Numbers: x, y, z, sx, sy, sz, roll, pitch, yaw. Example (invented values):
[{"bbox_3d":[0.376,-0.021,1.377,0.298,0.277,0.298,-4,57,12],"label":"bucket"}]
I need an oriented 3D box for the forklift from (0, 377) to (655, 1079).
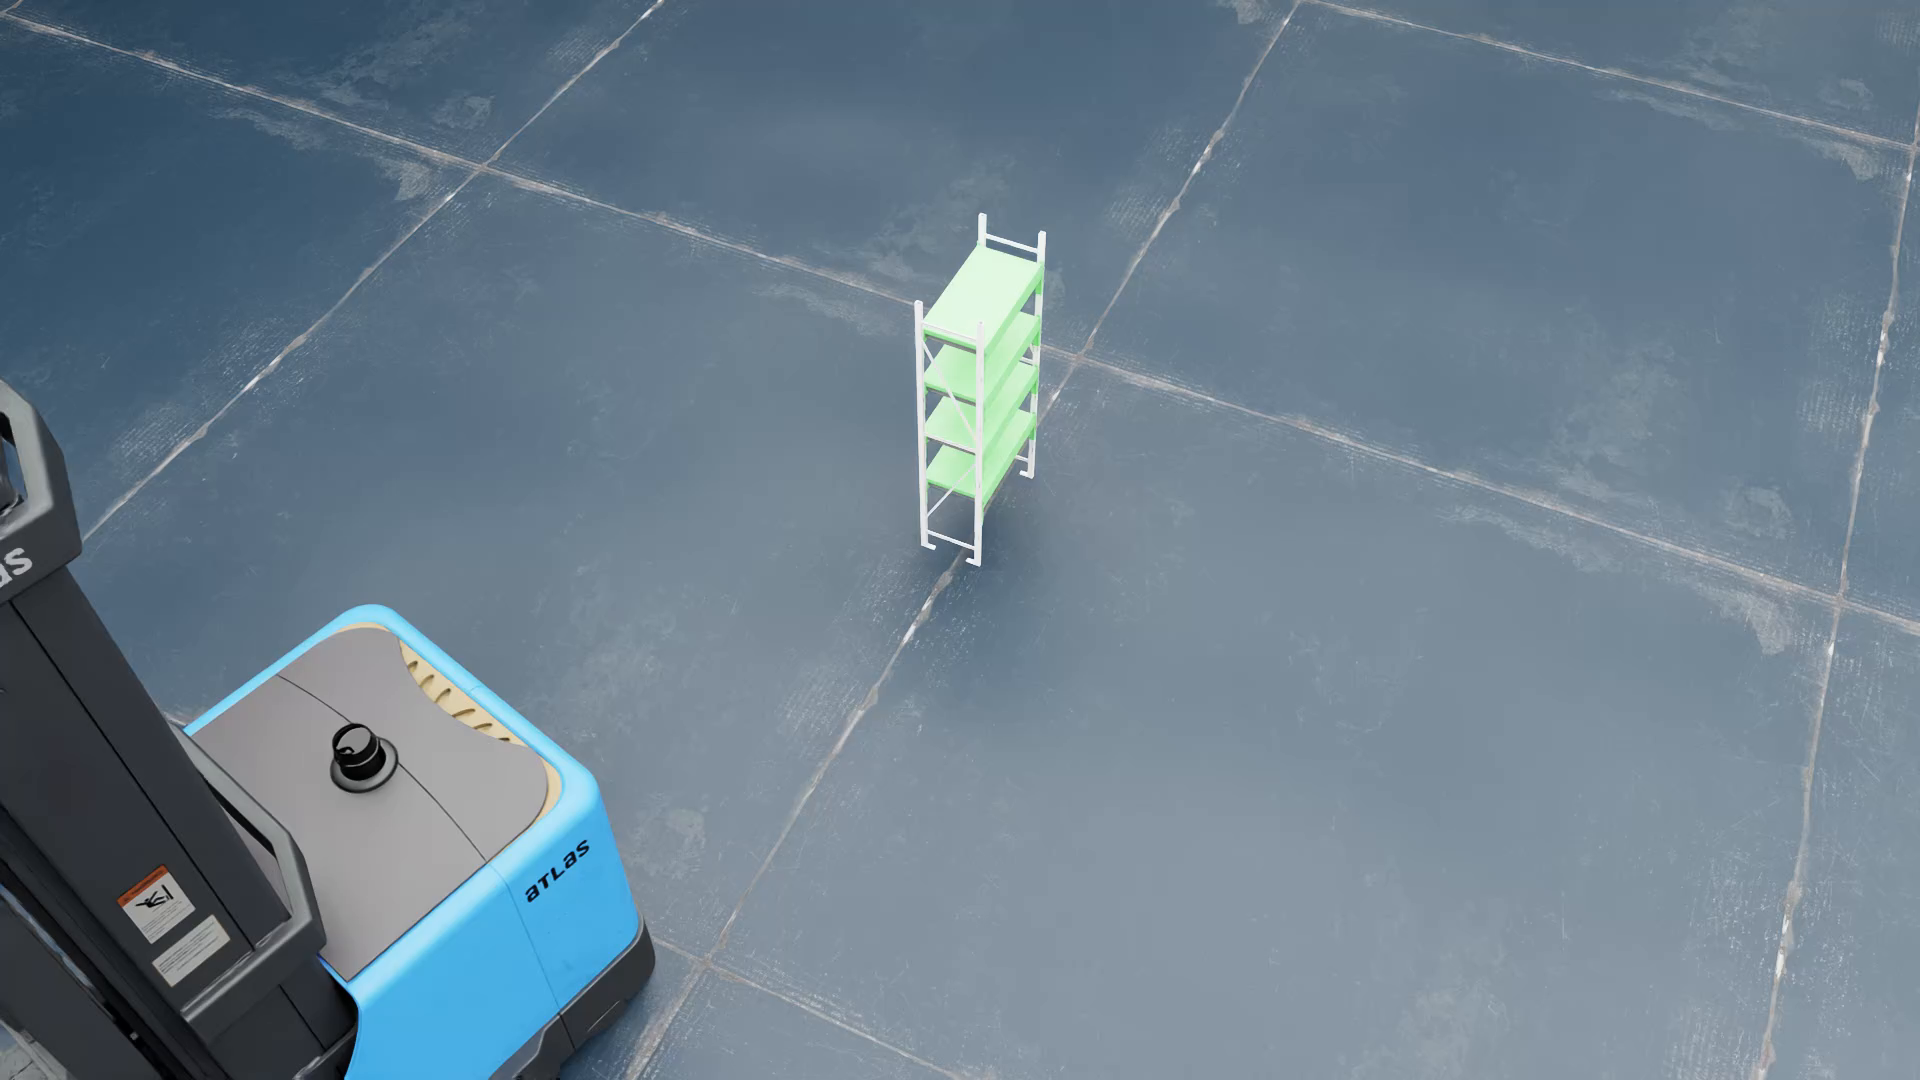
[{"bbox_3d":[-2.263,0.997,3.477,1.130,2.935,3.031,33,57,25],"label":"forklift"}]

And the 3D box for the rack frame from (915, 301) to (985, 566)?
[{"bbox_3d":[-0.034,-0.335,5.747,0.240,1.200,0.015,20,52,16],"label":"rack frame"}]

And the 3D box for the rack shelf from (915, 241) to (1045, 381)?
[{"bbox_3d":[0.071,-0.772,5.573,0.258,0.148,0.480,20,52,16],"label":"rack shelf"}]

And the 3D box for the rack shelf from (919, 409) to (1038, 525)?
[{"bbox_3d":[0.071,-0.306,6.121,0.258,0.148,0.480,20,52,16],"label":"rack shelf"}]

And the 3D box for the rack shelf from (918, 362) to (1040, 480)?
[{"bbox_3d":[0.071,-0.461,5.939,0.258,0.148,0.480,20,52,16],"label":"rack shelf"}]

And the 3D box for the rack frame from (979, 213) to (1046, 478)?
[{"bbox_3d":[0.175,-0.671,6.033,0.240,1.200,0.015,20,52,16],"label":"rack frame"}]

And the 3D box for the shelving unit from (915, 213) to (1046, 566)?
[{"bbox_3d":[0.071,-0.503,5.890,0.258,1.200,0.503,20,52,16],"label":"shelving unit"}]

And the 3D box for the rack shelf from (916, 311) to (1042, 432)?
[{"bbox_3d":[0.071,-0.617,5.756,0.258,0.148,0.480,20,52,16],"label":"rack shelf"}]
